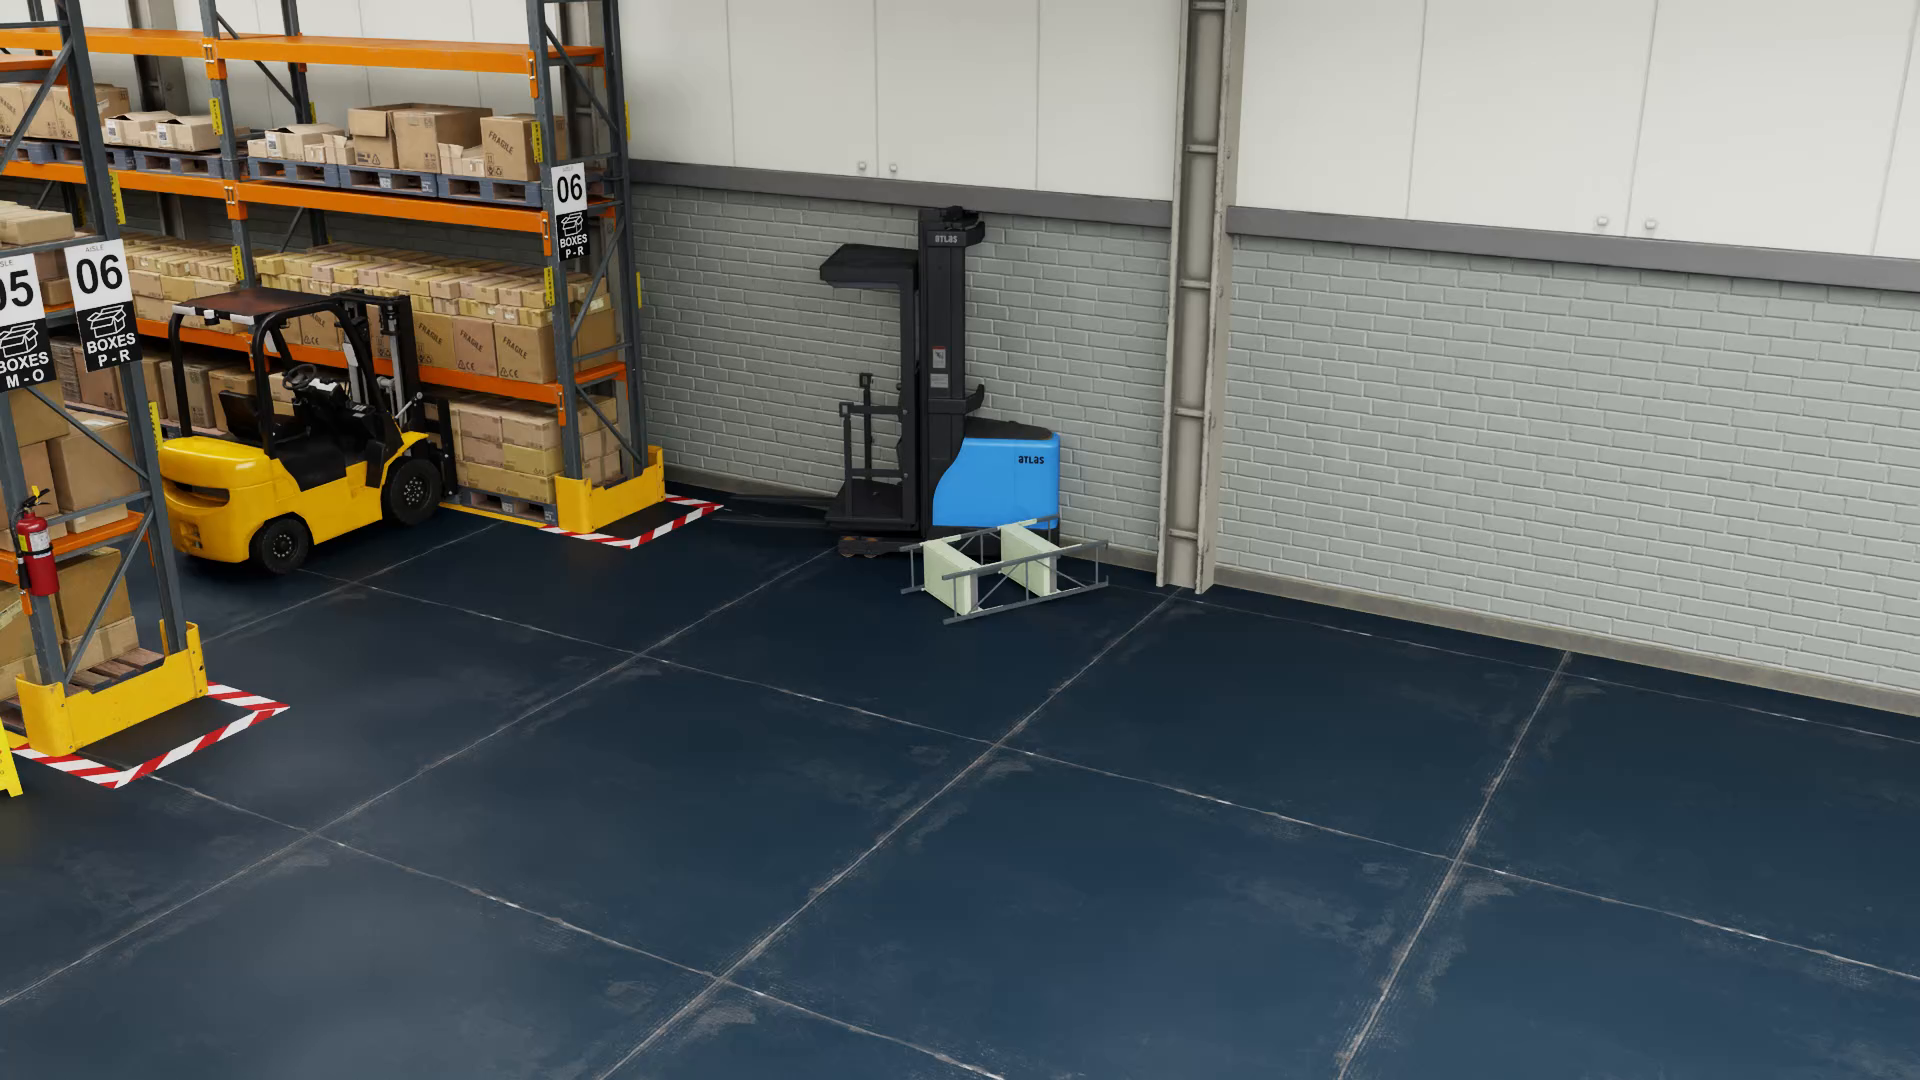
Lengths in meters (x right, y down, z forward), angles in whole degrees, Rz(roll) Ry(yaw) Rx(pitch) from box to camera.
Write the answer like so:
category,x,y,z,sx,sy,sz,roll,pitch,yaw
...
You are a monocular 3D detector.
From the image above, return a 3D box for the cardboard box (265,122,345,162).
category,x,y,z,sx,sy,sz,roll,pitch,yaw
cardboard box,-6.103,-3.730,15.516,0.500,0.311,0.500,11,23,28

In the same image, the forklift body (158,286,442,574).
category,x,y,z,sx,sy,sz,roll,pitch,yaw
forklift body,-5.763,-1.036,14.365,1.214,2.155,2.313,11,23,27

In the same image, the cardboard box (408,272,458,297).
category,x,y,z,sx,sy,sz,roll,pitch,yaw
cardboard box,-4.797,-2.334,15.164,0.250,0.149,0.380,11,23,28

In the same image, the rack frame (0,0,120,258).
category,x,y,z,sx,sy,sz,roll,pitch,yaw
rack frame,-5.636,-3.005,9.750,0.127,3.000,1.000,11,23,27

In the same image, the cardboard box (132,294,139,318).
category,x,y,z,sx,sy,sz,roll,pitch,yaw
cardboard box,-8.592,-2.521,17.433,0.500,0.250,0.500,12,23,29

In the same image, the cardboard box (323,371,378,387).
category,x,y,z,sx,sy,sz,roll,pitch,yaw
cardboard box,-5.999,-1.441,16.187,0.500,0.250,0.500,11,23,27

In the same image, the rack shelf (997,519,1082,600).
category,x,y,z,sx,sy,sz,roll,pitch,yaw
rack shelf,0.643,0.154,13.526,0.370,0.431,0.720,-12,23,-26

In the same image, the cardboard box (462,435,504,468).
category,x,y,z,sx,sy,sz,roll,pitch,yaw
cardboard box,-4.228,-0.877,15.365,0.500,0.250,0.500,11,22,27

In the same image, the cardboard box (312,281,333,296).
category,x,y,z,sx,sy,sz,roll,pitch,yaw
cardboard box,-5.913,-2.408,15.804,0.250,0.149,0.380,11,23,28

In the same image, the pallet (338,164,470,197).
category,x,y,z,sx,sy,sz,roll,pitch,yaw
pallet,-4.892,-3.359,15.255,1.213,0.211,1.003,11,23,27

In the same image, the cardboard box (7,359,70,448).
category,x,y,z,sx,sy,sz,roll,pitch,yaw
cardboard box,-6.188,-0.861,10.589,0.500,0.500,0.700,10,22,26

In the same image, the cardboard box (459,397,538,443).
category,x,y,z,sx,sy,sz,roll,pitch,yaw
cardboard box,-4.221,-1.105,15.259,0.500,0.250,0.500,11,23,28

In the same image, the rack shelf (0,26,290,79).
category,x,y,z,sx,sy,sz,roll,pitch,yaw
rack shelf,-8.456,-4.955,16.767,4.000,0.370,1.077,11,23,27

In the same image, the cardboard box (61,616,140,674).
category,x,y,z,sx,sy,sz,roll,pitch,yaw
cardboard box,-6.205,0.694,11.767,0.500,0.250,0.500,11,22,27

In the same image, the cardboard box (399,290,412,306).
category,x,y,z,sx,sy,sz,roll,pitch,yaw
cardboard box,-4.963,-2.263,15.406,0.250,0.149,0.380,11,22,27

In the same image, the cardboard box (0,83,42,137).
category,x,y,z,sx,sy,sz,roll,pitch,yaw
cardboard box,-9.689,-4.502,17.366,0.500,0.500,0.500,11,23,28

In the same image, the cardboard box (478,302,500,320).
category,x,y,z,sx,sy,sz,roll,pitch,yaw
cardboard box,-4.092,-2.084,14.911,0.250,0.149,0.380,11,23,28

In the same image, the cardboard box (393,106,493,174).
category,x,y,z,sx,sy,sz,roll,pitch,yaw
cardboard box,-4.569,-3.566,14.785,0.500,0.500,0.700,11,23,28

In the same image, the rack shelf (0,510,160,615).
category,x,y,z,sx,sy,sz,roll,pitch,yaw
rack shelf,-7.382,-0.179,11.812,4.000,0.370,1.077,11,23,27

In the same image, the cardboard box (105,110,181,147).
category,x,y,z,sx,sy,sz,roll,pitch,yaw
cardboard box,-8.131,-4.116,16.581,0.500,0.311,0.500,10,22,25

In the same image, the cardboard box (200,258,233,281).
category,x,y,z,sx,sy,sz,roll,pitch,yaw
cardboard box,-7.351,-2.708,16.632,0.250,0.149,0.380,10,22,27

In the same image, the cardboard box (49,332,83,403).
category,x,y,z,sx,sy,sz,roll,pitch,yaw
cardboard box,-9.664,-1.967,18.552,0.625,0.625,0.875,12,23,29

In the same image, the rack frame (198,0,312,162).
category,x,y,z,sx,sy,sz,roll,pitch,yaw
rack frame,-6.710,-5.148,15.659,0.127,3.000,1.000,11,23,27

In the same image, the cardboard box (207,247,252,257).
category,x,y,z,sx,sy,sz,roll,pitch,yaw
cardboard box,-7.572,-2.941,17.273,0.250,0.149,0.380,11,22,27

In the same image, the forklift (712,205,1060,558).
category,x,y,z,sx,sy,sz,roll,pitch,yaw
forklift,-0.623,-1.402,14.231,3.031,2.935,1.130,2,20,6

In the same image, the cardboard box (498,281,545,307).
category,x,y,z,sx,sy,sz,roll,pitch,yaw
cardboard box,-3.864,-2.183,14.749,0.250,0.149,0.380,11,23,27

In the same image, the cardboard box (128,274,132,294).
category,x,y,z,sx,sy,sz,roll,pitch,yaw
cardboard box,-8.591,-2.758,17.353,0.500,0.250,0.500,11,23,28

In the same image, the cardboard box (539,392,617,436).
category,x,y,z,sx,sy,sz,roll,pitch,yaw
cardboard box,-3.545,-1.174,15.451,0.500,0.250,0.500,10,22,26

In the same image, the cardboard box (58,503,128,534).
category,x,y,z,sx,sy,sz,roll,pitch,yaw
cardboard box,-5.831,-0.185,11.141,0.250,0.149,0.380,11,23,28

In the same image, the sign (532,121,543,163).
category,x,y,z,sx,sy,sz,roll,pitch,yaw
sign,-3.495,-3.293,13.760,0.005,0.325,0.100,11,23,27

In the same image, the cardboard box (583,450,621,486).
category,x,y,z,sx,sy,sz,roll,pitch,yaw
cardboard box,-3.552,-0.708,15.631,0.500,0.250,0.500,11,23,28

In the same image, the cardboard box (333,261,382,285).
category,x,y,z,sx,sy,sz,roll,pitch,yaw
cardboard box,-5.663,-2.514,15.659,0.250,0.149,0.380,10,22,26

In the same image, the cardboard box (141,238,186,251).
category,x,y,z,sx,sy,sz,roll,pitch,yaw
cardboard box,-8.470,-3.102,17.717,0.250,0.149,0.380,12,23,29

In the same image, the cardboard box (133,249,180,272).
category,x,y,z,sx,sy,sz,roll,pitch,yaw
cardboard box,-8.247,-2.874,17.090,0.250,0.149,0.380,11,23,28

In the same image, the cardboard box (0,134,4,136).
category,x,y,z,sx,sy,sz,roll,pitch,yaw
cardboard box,-10.769,-4.346,18.066,0.500,0.250,0.500,10,22,26

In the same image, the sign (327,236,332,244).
category,x,y,z,sx,sy,sz,roll,pitch,yaw
sign,-6.441,-2.938,16.977,0.005,0.325,0.100,11,23,27

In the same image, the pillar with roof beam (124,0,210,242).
category,x,y,z,sx,sy,sz,roll,pitch,yaw
pillar with roof beam,-10.724,-4.583,14.102,0.400,9.000,9.100,11,23,27

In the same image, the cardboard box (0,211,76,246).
category,x,y,z,sx,sy,sz,roll,pitch,yaw
cardboard box,-5.846,-1.971,10.498,0.250,0.149,0.380,11,22,27

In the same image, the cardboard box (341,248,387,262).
category,x,y,z,sx,sy,sz,roll,pitch,yaw
cardboard box,-5.848,-2.763,16.346,0.250,0.149,0.380,11,22,27

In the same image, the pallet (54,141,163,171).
category,x,y,z,sx,sy,sz,roll,pitch,yaw
pallet,-8.589,-4.043,17.288,1.213,0.211,1.003,12,23,30

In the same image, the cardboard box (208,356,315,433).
category,x,y,z,sx,sy,sz,roll,pitch,yaw
cardboard box,-7.171,-1.493,17.245,0.625,0.625,0.875,12,23,30

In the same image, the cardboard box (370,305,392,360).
category,x,y,z,sx,sy,sz,roll,pitch,yaw
cardboard box,-5.116,-1.968,15.543,0.500,0.500,0.500,11,23,28

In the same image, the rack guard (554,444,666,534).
category,x,y,z,sx,sy,sz,roll,pitch,yaw
rack guard,-3.197,-0.484,15.263,0.348,0.500,1.175,11,23,27

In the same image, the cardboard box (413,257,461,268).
category,x,y,z,sx,sy,sz,roll,pitch,yaw
cardboard box,-4.976,-2.583,15.850,0.250,0.149,0.380,12,23,29

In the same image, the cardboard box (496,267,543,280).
category,x,y,z,sx,sy,sz,roll,pitch,yaw
cardboard box,-4.065,-2.413,15.382,0.250,0.149,0.380,11,23,28

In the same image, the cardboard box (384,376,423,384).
category,x,y,z,sx,sy,sz,roll,pitch,yaw
cardboard box,-5.302,-1.511,16.379,0.500,0.250,0.500,11,23,28

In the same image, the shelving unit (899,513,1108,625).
category,x,y,z,sx,sy,sz,roll,pitch,yaw
shelving unit,0.356,0.215,13.384,1.500,0.431,0.755,-12,23,-26

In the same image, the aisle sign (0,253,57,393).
category,x,y,z,sx,sy,sz,roll,pitch,yaw
aisle sign,-5.723,-1.310,10.063,0.004,0.787,0.394,11,23,27

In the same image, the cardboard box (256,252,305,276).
category,x,y,z,sx,sy,sz,roll,pitch,yaw
cardboard box,-6.577,-2.679,16.114,0.250,0.149,0.380,11,23,28

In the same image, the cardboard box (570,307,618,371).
category,x,y,z,sx,sy,sz,roll,pitch,yaw
cardboard box,-3.515,-1.875,15.286,0.500,0.500,0.500,12,23,29

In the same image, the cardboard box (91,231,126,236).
category,x,y,z,sx,sy,sz,roll,pitch,yaw
cardboard box,-9.340,-3.280,18.208,0.250,0.149,0.380,11,23,27

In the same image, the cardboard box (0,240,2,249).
category,x,y,z,sx,sy,sz,roll,pitch,yaw
cardboard box,-6.075,-1.820,10.081,0.250,0.149,0.380,11,23,28

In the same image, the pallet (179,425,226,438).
category,x,y,z,sx,sy,sz,roll,pitch,yaw
pallet,-7.372,-1.128,17.463,1.213,0.211,1.003,11,23,27
